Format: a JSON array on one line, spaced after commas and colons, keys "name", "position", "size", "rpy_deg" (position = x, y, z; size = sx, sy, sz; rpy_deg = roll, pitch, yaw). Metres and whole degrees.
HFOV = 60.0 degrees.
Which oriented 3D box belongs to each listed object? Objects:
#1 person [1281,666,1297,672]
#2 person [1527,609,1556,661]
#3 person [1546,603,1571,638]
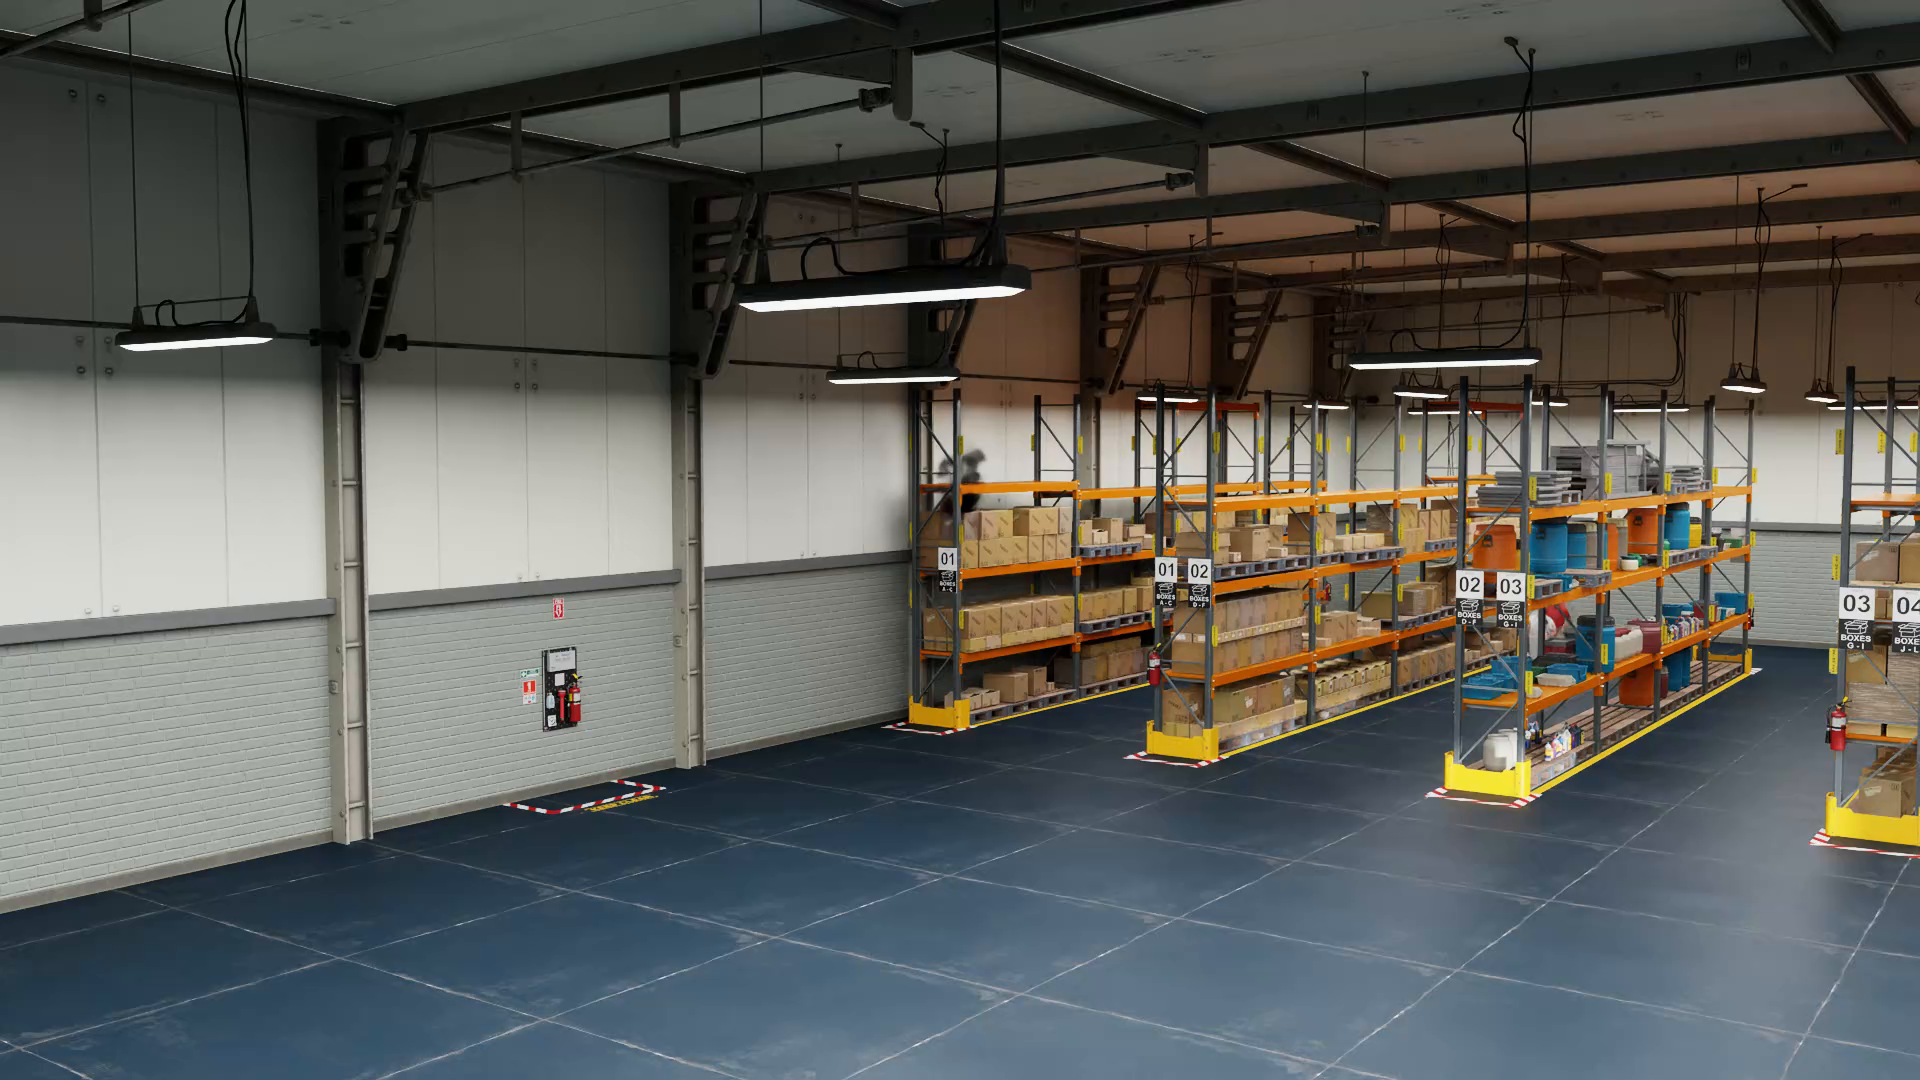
[{"name": "person", "position": [6.766, 2.252, 34.174], "size": [0.592, 1.608, 0.588], "rpy_deg": [2, 4, 30]}, {"name": "person", "position": [12.075, 2.155, 34.679], "size": [0.669, 1.737, 0.728], "rpy_deg": [1, 4, 25]}, {"name": "person", "position": [13.218, 2.067, 36.921], "size": [0.667, 1.680, 0.598], "rpy_deg": [1, 3, 19]}]
